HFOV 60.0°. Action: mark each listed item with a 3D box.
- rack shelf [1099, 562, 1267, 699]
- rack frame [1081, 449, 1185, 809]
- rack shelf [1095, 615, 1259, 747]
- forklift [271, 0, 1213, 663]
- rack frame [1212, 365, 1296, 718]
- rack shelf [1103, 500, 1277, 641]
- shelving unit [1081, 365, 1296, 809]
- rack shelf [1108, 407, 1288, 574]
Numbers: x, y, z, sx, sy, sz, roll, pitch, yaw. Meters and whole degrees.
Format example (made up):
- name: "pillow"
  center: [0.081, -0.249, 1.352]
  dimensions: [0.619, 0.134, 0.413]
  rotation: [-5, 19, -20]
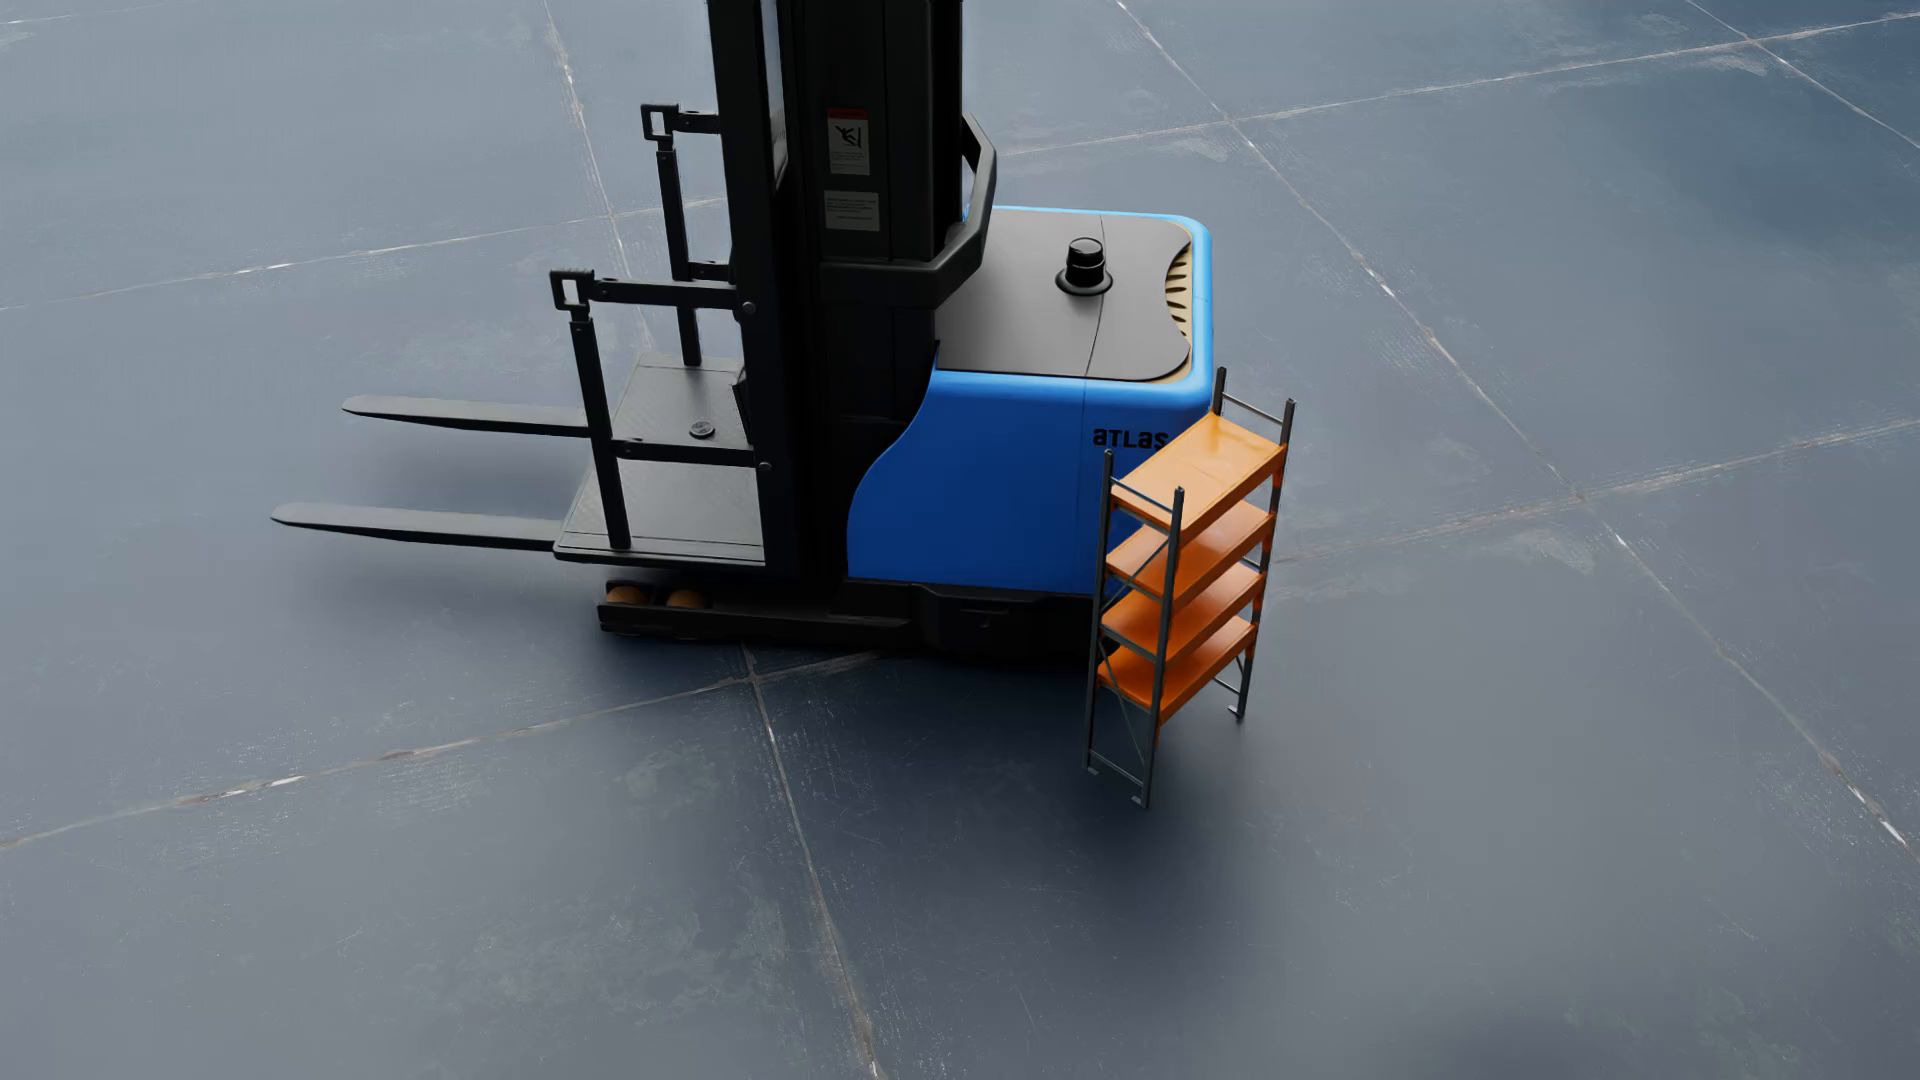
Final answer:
- name: "rack shelf"
  center: [0.621, 0.209, 4.701]
  dimensions: [0.258, 0.148, 0.480]
  rotation: [31, 50, 30]
- name: "rack frame"
  center: [0.457, 0.278, 4.520]
  dimensions: [0.240, 1.200, 0.015]
  rotation: [31, 50, 30]
- name: "rack shelf"
  center: [0.621, 0.359, 4.831]
  dimensions: [0.258, 0.148, 0.480]
  rotation: [31, 50, 30]
- name: "forklift"
  center: [-0.740, -1.120, 4.805]
  dimensions: [3.031, 2.935, 1.130]
  rotation: [4, 41, 5]
- name: "rack frame"
  center: [0.784, 0.039, 4.793]
  dimensions: [0.240, 1.200, 0.015]
  rotation: [31, 50, 30]
- name: "rack shelf"
  center: [0.620, 0.041, 4.554]
  dimensions: [0.258, 0.148, 0.480]
  rotation: [31, 50, 30]
- name: "shelving unit"
  center: [0.621, 0.158, 4.657]
  dimensions: [0.258, 1.200, 0.503]
  rotation: [31, 50, 30]
- name: "rack shelf"
  center: [0.620, -0.138, 4.398]
  dimensions: [0.258, 0.148, 0.480]
  rotation: [31, 50, 30]
